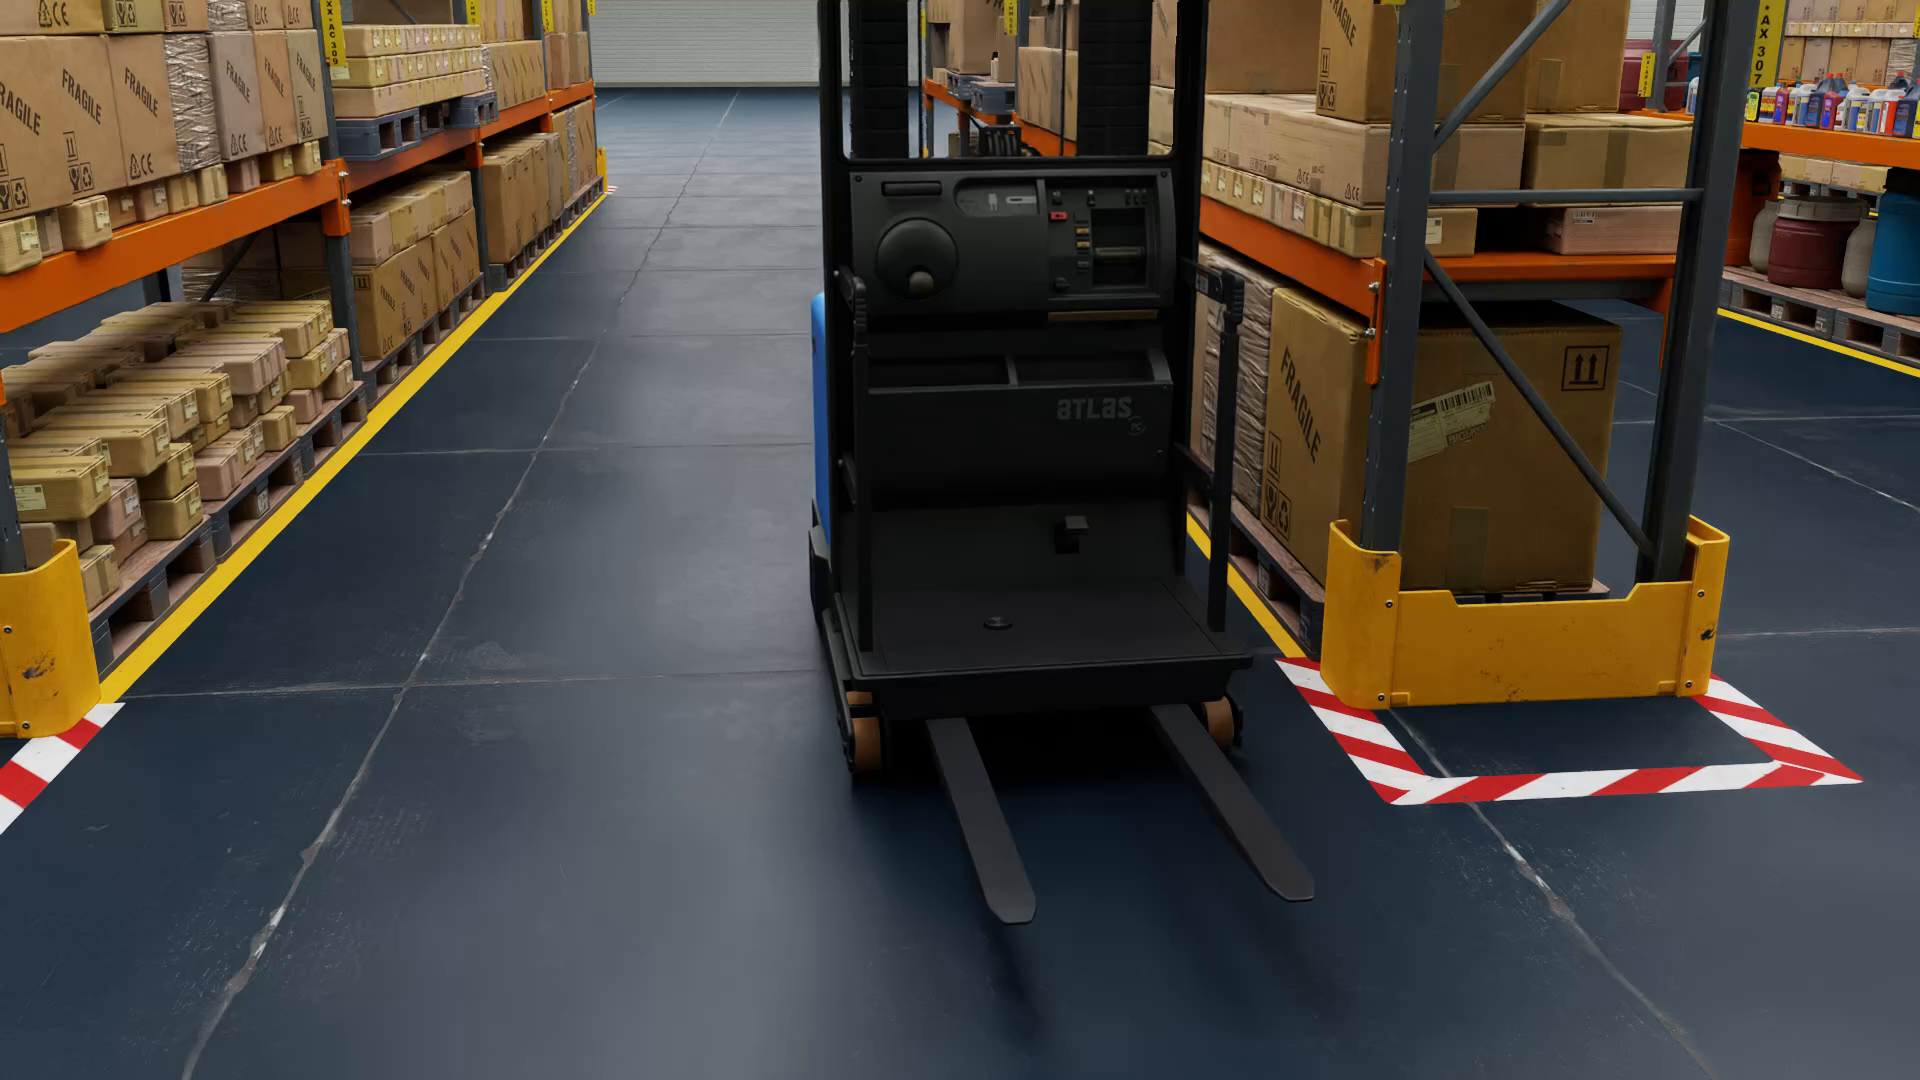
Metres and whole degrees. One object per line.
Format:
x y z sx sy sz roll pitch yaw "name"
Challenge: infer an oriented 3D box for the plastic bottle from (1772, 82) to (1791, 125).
5.636 -2.987 11.377 0.061 0.283 0.133 -2 18 -6 "plastic bottle"

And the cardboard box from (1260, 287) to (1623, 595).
1.592 -0.365 5.679 0.875 0.875 0.875 -2 18 -6 "cardboard box"

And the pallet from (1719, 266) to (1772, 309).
5.962 -1.963 12.577 1.003 0.211 1.213 -2 18 -6 "pallet"

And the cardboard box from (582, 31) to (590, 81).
-4.773 -5.597 19.246 0.875 0.550 0.550 -2 18 -6 "cardboard box"

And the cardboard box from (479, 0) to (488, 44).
-4.176 -4.213 13.253 0.700 0.500 0.500 -2 18 -6 "cardboard box"

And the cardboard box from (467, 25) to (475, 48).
-3.501 -3.408 11.251 0.380 0.149 0.250 -2 18 -6 "cardboard box"

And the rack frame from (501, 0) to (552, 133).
-4.444 -4.443 15.820 1.000 3.000 0.127 -2 18 -6 "rack frame"

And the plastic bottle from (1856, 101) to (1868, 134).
5.747 -2.681 10.540 0.097 0.201 0.097 0 17 0 "plastic bottle"

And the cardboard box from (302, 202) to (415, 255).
-3.490 -1.812 9.659 0.500 0.250 0.500 -1 17 -4 "cardboard box"

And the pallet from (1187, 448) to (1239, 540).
1.455 -0.258 7.148 1.003 0.211 1.213 -2 18 -6 "pallet"

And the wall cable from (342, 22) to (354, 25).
-17.614 -16.299 48.754 3.097 2.526 0.112 -2 18 -6 "wall cable"

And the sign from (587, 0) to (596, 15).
-4.315 -6.312 19.447 0.100 0.325 0.005 -2 18 -6 "sign"

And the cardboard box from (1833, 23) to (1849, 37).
9.983 -5.681 18.513 0.380 0.149 0.250 -1 17 -4 "cardboard box"

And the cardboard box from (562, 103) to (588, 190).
-4.628 -4.359 18.399 0.875 0.875 0.875 -2 18 -7 "cardboard box"

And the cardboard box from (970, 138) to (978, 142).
0.277 -4.214 18.565 0.500 0.500 0.500 0 17 0 "cardboard box"

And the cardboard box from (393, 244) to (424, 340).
-3.487 -1.453 9.769 0.500 0.500 0.500 -1 17 -3 "cardboard box"

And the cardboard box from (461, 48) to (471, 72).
-3.468 -3.182 11.027 0.380 0.149 0.250 -1 17 -4 "cardboard box"

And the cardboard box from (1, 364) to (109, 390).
-3.653 -0.608 6.670 0.380 0.149 0.250 -2 18 -5 "cardboard box"

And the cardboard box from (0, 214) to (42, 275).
-2.913 -0.854 4.809 0.380 0.149 0.250 -2 18 -6 "cardboard box"

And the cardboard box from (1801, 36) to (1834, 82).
10.139 -5.509 19.051 0.700 0.500 0.500 -1 17 -4 "cardboard box"

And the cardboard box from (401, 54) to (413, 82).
-3.285 -2.645 9.315 0.380 0.149 0.250 -3 18 -8 "cardboard box"

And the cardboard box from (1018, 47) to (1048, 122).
0.692 -3.268 11.913 0.500 0.500 0.500 -1 17 -4 "cardboard box"

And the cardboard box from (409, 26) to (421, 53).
-3.311 -2.865 9.520 0.380 0.149 0.250 -2 18 -6 "cardboard box"

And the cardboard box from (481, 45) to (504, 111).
-3.864 -3.592 12.944 0.500 0.500 0.500 -2 18 -6 "cardboard box"

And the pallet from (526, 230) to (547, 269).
-4.160 -2.520 14.352 1.003 0.211 1.213 -2 18 -6 "pallet"

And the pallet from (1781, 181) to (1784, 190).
10.062 -4.505 20.675 1.003 0.211 1.213 -2 18 -6 "pallet"

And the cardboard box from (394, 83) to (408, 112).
-3.258 -2.428 9.122 0.380 0.149 0.250 -2 18 -5 "cardboard box"

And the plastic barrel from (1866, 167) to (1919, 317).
6.140 -1.908 10.549 0.600 0.901 0.708 -2 18 -6 "plastic barrel"

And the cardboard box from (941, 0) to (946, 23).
0.076 -5.656 17.352 0.500 0.500 0.500 -2 18 -6 "cardboard box"

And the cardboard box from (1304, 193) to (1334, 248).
1.345 -1.044 5.414 0.380 0.149 0.250 -2 18 -5 "cardboard box"

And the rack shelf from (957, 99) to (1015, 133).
0.706 -3.627 14.422 1.077 0.370 4.000 -2 18 -6 "rack shelf"

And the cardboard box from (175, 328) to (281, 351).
-3.275 -0.857 7.463 0.380 0.149 0.250 -1 17 -4 "cardboard box"

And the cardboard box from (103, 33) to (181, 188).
-3.096 -1.504 5.797 0.500 0.500 0.500 -2 17 -5 "cardboard box"

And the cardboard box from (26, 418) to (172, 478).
-2.969 -0.315 5.739 0.380 0.149 0.250 -2 18 -6 "cardboard box"

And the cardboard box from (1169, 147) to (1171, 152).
1.135 -1.653 7.353 0.380 0.149 0.250 -2 18 -6 "cardboard box"

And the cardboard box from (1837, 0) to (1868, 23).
10.198 -5.969 18.349 0.700 0.500 0.500 -2 18 -6 "cardboard box"

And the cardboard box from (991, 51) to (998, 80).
0.472 -3.999 13.929 0.396 0.266 0.258 -2 18 -7 "cardboard box"

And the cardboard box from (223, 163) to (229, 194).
-3.220 -1.471 6.776 0.380 0.149 0.250 -2 18 -6 "cardboard box"

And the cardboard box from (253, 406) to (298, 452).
-3.133 -0.485 7.271 0.380 0.149 0.250 -2 18 -6 "cardboard box"

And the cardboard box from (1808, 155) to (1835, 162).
9.993 -4.546 18.788 0.500 0.500 0.500 -2 18 -6 "cardboard box"

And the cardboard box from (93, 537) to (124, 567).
-3.050 0.051 5.565 0.380 0.149 0.250 -2 18 -6 "cardboard box"

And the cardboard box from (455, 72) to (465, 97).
-3.450 -2.974 10.859 0.380 0.149 0.250 -2 18 -6 "cardboard box"

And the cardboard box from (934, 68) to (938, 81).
-0.103 -5.395 19.274 0.380 0.149 0.250 -2 18 -6 "cardboard box"

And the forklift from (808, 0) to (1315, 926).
0.189 -0.860 4.524 1.130 2.935 3.031 -3 18 -8 "forklift"

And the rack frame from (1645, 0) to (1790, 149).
5.839 -3.527 12.903 1.000 3.000 0.127 -2 18 -6 "rack frame"

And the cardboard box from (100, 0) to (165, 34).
-3.078 -1.982 5.649 0.500 0.500 0.500 -2 18 -7 "cardboard box"

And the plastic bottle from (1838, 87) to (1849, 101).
5.770 -2.825 10.882 0.097 0.271 0.097 0 17 0 "plastic bottle"

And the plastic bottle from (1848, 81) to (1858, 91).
6.363 -3.139 11.881 0.097 0.271 0.097 0 17 0 "plastic bottle"

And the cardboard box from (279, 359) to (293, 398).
-3.256 -0.720 7.524 0.380 0.149 0.250 -2 18 -5 "cardboard box"

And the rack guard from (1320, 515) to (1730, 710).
1.740 0.209 5.176 1.175 0.500 0.348 -2 18 -6 "rack guard"

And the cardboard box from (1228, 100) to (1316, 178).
1.319 -1.500 6.200 0.500 0.250 0.500 -2 18 -8 "cardboard box"

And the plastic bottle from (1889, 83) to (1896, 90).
6.299 -2.964 11.305 0.061 0.283 0.133 -2 18 -6 "plastic bottle"

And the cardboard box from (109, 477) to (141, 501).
-3.090 -0.167 5.763 0.380 0.149 0.250 -2 17 -5 "cardboard box"
